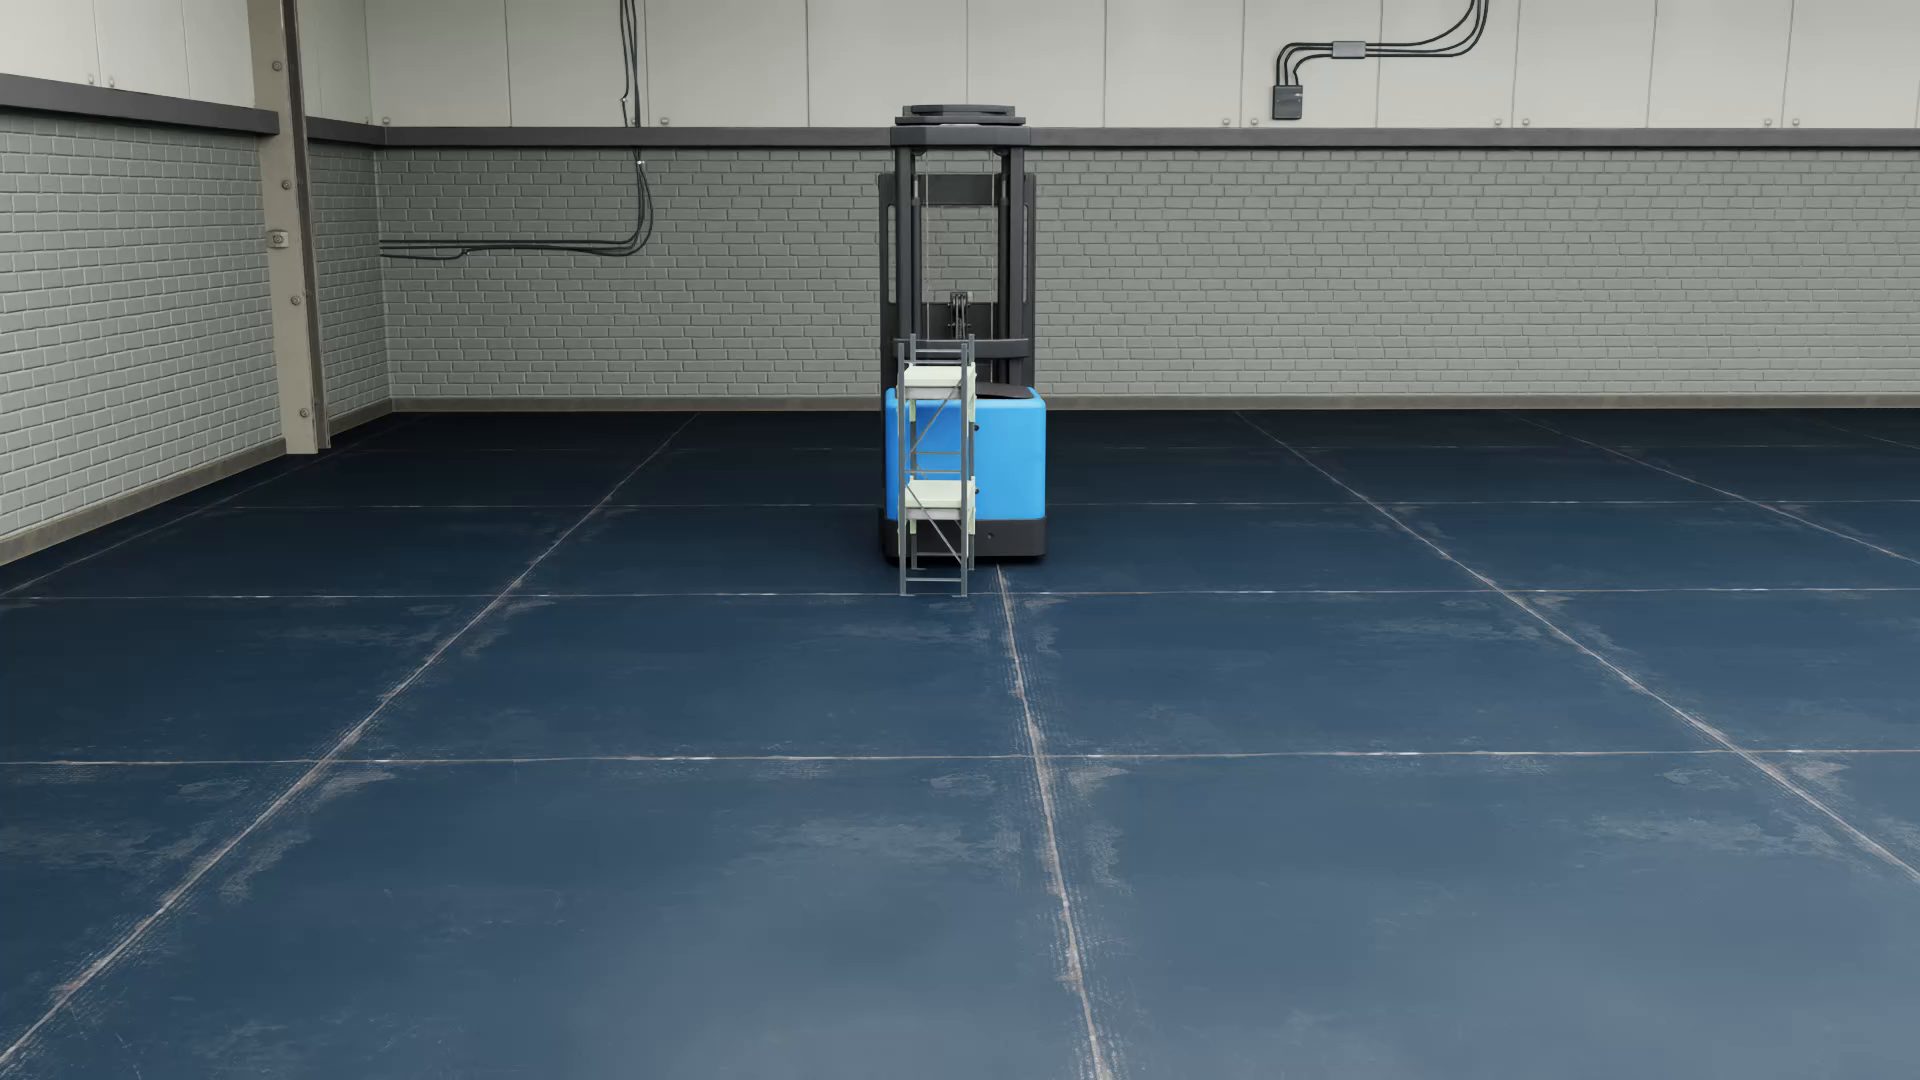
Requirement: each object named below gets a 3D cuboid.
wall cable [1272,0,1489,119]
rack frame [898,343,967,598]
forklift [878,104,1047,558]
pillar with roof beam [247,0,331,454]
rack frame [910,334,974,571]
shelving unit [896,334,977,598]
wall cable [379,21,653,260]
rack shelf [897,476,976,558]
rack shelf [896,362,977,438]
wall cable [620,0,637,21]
[{"bbox_3d":[4.575,-7.551,17.591,2.305,6.003,0.169,0,11,-1],"label":"wall cable"},{"bbox_3d":[-0.158,-0.398,9.748,0.400,1.500,0.023,1,11,4],"label":"rack frame"},{"bbox_3d":[-0.030,-1.560,11.877,1.130,2.935,3.031,-1,11,-3],"label":"forklift"},{"bbox_3d":[-1.873,-5.275,14.926,9.100,9.000,0.400,0,11,-1],"label":"pillar with roof beam"},{"bbox_3d":[-0.111,-0.543,10.464,0.400,1.500,0.023,1,11,4],"label":"rack frame"},{"bbox_3d":[-0.134,-0.470,10.106,0.431,1.500,0.755,1,11,4],"label":"shelving unit"},{"bbox_3d":[-4.916,-4.326,18.061,3.097,2.526,0.112,0,11,-1],"label":"wall cable"},{"bbox_3d":[-0.134,-0.151,10.170,0.431,0.370,0.720,1,11,4],"label":"rack shelf"},{"bbox_3d":[-0.134,-0.853,10.028,0.431,0.370,0.720,1,11,4],"label":"rack shelf"},{"bbox_3d":[-2.212,-6.813,17.614,3.097,2.526,0.112,0,11,-1],"label":"wall cable"}]
